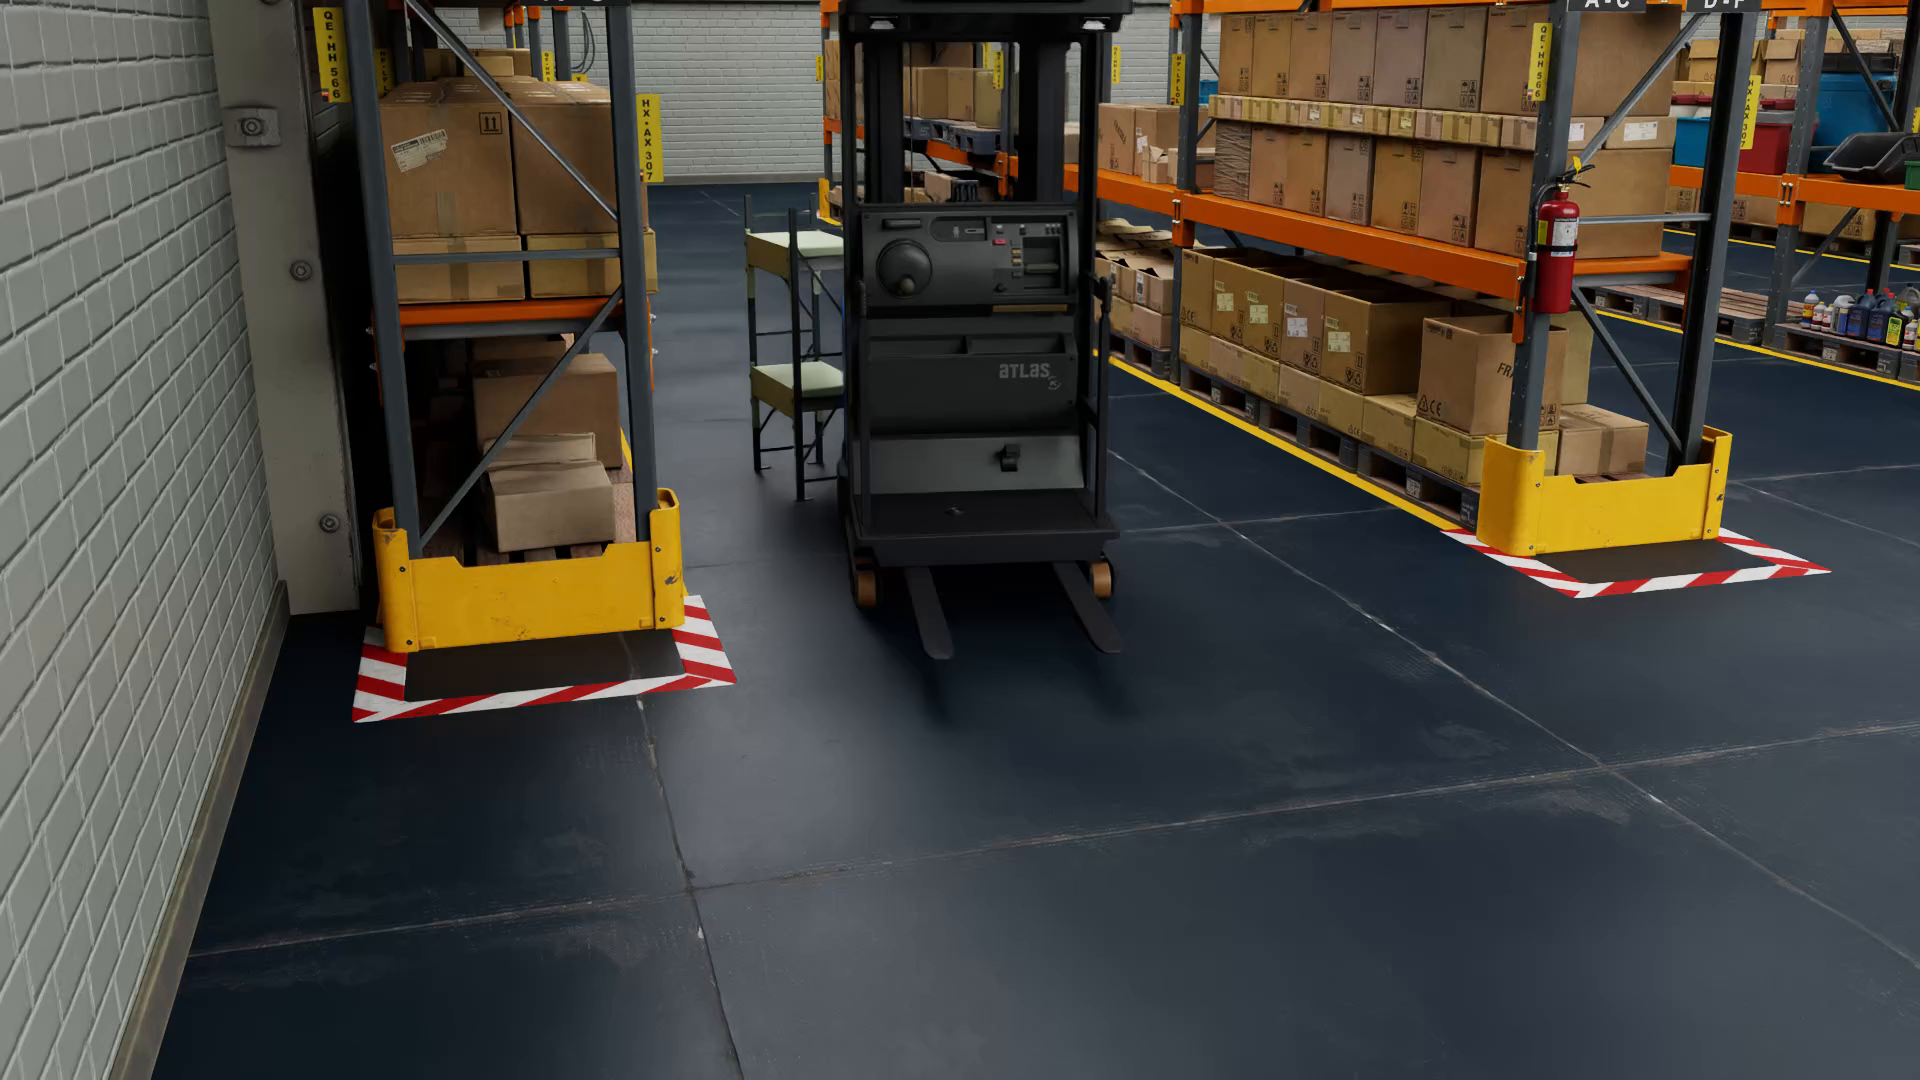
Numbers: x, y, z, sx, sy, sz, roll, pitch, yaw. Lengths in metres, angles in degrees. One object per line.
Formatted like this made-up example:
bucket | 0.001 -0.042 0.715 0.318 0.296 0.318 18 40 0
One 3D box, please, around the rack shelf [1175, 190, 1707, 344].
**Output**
rack shelf | 2.510 -1.666 9.534 1.077 0.370 4.000 -5 17 -15

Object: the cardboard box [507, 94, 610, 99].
cardboard box | -1.671 -1.654 7.168 0.500 0.500 0.500 -5 17 -15

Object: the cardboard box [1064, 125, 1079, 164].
cardboard box | 0.920 -3.364 14.093 0.500 0.311 0.500 -5 17 -16

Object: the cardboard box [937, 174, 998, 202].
cardboard box | 0.073 -3.581 16.935 0.500 0.250 0.500 -5 17 -16

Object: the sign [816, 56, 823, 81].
sign | -1.860 -6.254 22.054 0.100 0.325 0.005 -5 17 -15

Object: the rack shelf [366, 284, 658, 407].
rack shelf | -2.252 -1.273 8.226 1.077 0.370 4.000 -5 17 -15

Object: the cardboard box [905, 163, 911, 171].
cardboard box | -0.952 -4.765 22.182 0.500 0.500 0.500 -5 17 -15

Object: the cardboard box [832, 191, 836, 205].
cardboard box | -1.485 -4.524 21.960 0.380 0.166 0.250 -5 17 -15

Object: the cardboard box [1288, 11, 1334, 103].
cardboard box | 2.365 -2.832 9.737 0.700 0.500 0.500 -5 17 -15

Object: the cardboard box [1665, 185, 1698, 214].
cardboard box | 9.482 -4.566 20.904 1.225 0.875 0.875 -5 17 -15

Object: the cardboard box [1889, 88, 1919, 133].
cardboard box | 10.013 -4.617 17.934 0.500 0.500 0.500 -4 17 -14

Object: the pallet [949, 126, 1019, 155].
pallet | 0.607 -3.760 15.588 1.213 0.211 1.003 -5 17 -15

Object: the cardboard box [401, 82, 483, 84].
cardboard box | -2.874 -2.321 9.388 0.500 0.500 0.500 -5 17 -17

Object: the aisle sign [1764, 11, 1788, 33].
aisle sign | 12.676 -8.271 25.753 0.394 0.787 0.004 -5 17 -15

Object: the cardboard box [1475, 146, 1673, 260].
cardboard box | 2.943 -1.635 8.007 0.700 0.500 0.500 -5 17 -15

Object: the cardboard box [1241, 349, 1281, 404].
cardboard box | 2.061 -1.018 10.176 0.500 0.250 0.500 -5 17 -15

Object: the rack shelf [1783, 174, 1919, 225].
rack shelf | 7.273 -2.056 10.834 1.077 0.370 4.000 -5 17 -15

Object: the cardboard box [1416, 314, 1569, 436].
cardboard box | 2.626 -0.825 8.231 0.500 0.500 0.500 -5 17 -15

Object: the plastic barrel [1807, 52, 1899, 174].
plastic barrel | 6.909 -3.325 12.935 0.600 0.901 0.708 -5 17 -15

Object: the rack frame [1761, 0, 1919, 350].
rack frame | 6.724 -2.954 12.572 1.000 3.000 0.127 -5 17 -15

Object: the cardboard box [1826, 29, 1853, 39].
cardboard box | 13.119 -7.268 24.506 0.500 0.500 0.500 -5 17 -16

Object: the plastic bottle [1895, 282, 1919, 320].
plastic bottle | 7.039 -1.729 12.335 0.144 0.351 0.185 -5 17 -15

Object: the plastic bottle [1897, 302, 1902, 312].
plastic bottle | 6.702 -1.571 11.947 0.097 0.271 0.097 0 17 0

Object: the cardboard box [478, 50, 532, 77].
cardboard box | -3.786 -3.990 13.992 0.500 0.250 0.500 -4 17 -14

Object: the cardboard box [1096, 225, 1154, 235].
cardboard box | 1.390 -2.554 14.315 0.500 0.311 0.500 -5 17 -16

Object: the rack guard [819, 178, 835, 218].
rack guard | -1.317 -4.664 22.612 1.175 0.500 0.348 -5 17 -15

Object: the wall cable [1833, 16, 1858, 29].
wall cable | 17.505 -9.608 32.958 0.588 1.984 0.122 -5 17 -15

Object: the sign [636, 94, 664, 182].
sign | -1.181 -1.522 6.299 0.100 0.325 0.005 -5 17 -15

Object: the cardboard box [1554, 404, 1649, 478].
cardboard box | 3.126 -0.507 8.476 0.500 0.250 0.500 -5 17 -15

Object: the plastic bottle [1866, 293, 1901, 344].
plastic bottle | 6.598 -1.588 11.863 0.144 0.351 0.185 -5 18 -18

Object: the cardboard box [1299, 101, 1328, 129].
cardboard box | 2.206 -2.476 9.680 0.380 0.149 0.250 -5 17 -17

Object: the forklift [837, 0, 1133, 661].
forklift | 0.070 -1.219 6.915 1.130 2.935 3.031 -2 17 -6

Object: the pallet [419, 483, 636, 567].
pallet | -1.913 0.023 7.510 1.003 0.211 1.213 -5 17 -15

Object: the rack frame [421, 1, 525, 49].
rack frame | -5.001 -4.384 17.331 1.000 3.000 0.127 -5 17 -15

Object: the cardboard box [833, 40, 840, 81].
cardboard box | -1.319 -6.122 21.206 0.500 0.500 0.500 -5 17 -15

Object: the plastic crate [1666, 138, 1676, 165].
plastic crate | 5.973 -3.312 14.132 0.450 0.188 0.662 -5 17 -15

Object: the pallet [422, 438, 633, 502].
pallet | -2.245 -0.314 8.631 1.003 0.211 1.213 -5 17 -15

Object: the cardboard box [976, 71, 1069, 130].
cardboard box | 0.579 -4.084 15.431 0.700 0.500 0.500 -12 20 -34

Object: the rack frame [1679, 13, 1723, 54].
rack frame | 9.287 -5.558 21.242 1.000 3.000 0.127 -5 17 -15

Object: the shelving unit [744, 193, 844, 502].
shelving unit | -0.811 -1.039 8.802 0.431 1.500 0.755 -7 18 -23

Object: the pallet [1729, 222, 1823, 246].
pallet | 9.911 -3.677 19.827 1.003 0.211 1.213 -5 17 -15

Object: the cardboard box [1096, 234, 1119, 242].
cardboard box | 1.013 -2.369 13.698 0.500 0.311 0.500 -5 17 -17

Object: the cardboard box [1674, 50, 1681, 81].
cardboard box | 8.904 -6.094 21.466 0.500 0.500 0.500 -4 17 -14

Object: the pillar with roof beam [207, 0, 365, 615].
pillar with roof beam | 1.412 -4.403 6.968 9.100 9.000 0.400 -5 17 -15

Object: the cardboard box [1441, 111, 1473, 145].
cardboard box | 2.627 -2.049 8.258 0.380 0.149 0.250 -5 17 -16

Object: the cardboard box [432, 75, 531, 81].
cardboard box | -3.763 -3.407 13.140 0.700 0.500 0.500 -7 18 -22

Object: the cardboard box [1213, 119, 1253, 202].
cardboard box | 2.088 -2.489 10.850 0.700 0.500 0.500 -5 17 -17

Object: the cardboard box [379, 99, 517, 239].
cardboard box | -2.037 -1.475 6.570 0.500 0.500 0.500 -5 17 -16
